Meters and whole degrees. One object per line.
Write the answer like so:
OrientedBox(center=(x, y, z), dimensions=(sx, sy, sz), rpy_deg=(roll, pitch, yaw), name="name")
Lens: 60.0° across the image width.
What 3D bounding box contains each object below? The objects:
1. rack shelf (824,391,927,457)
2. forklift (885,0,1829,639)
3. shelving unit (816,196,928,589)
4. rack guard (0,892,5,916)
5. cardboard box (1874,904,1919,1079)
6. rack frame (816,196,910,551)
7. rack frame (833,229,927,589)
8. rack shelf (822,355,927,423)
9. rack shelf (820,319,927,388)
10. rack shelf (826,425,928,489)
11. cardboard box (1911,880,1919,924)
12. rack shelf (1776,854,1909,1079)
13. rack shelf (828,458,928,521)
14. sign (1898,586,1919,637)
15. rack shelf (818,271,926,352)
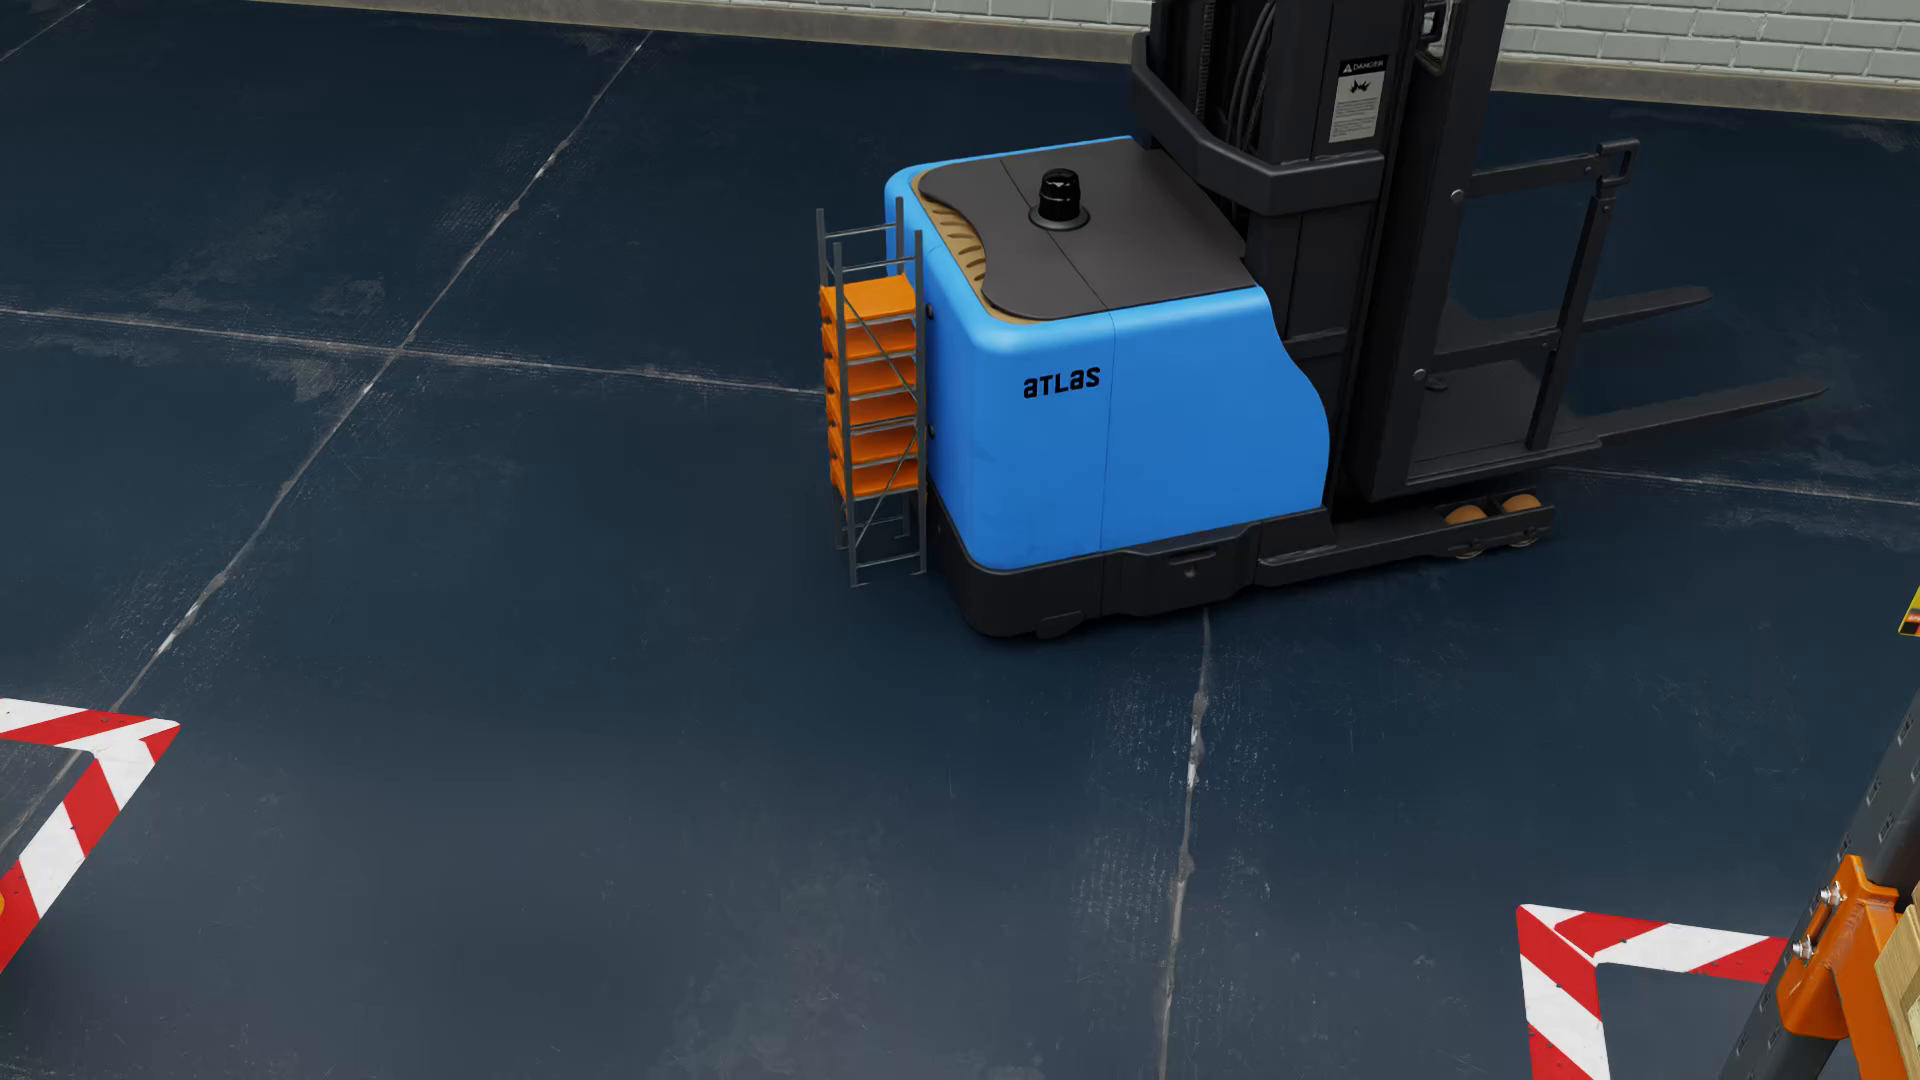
OrientedBox(center=(-0.243, -0.356, 4.806), dimensions=(0.258, 0.103, 0.180), rpy_deg=(-12, 42, -13), name="rack shelf")
OrientedBox(center=(1.340, -1.382, 4.621), dimensions=(3.031, 2.935, 1.130), rpy_deg=(-11, 41, -13), name="forklift")
OrientedBox(center=(-0.243, -0.390, 4.777), dimensions=(0.258, 1.200, 0.189), rpy_deg=(-12, 42, -13), name="shelving unit")
OrientedBox(center=(-2.974, 0.741, 3.961), dimensions=(1.175, 0.500, 0.348), rpy_deg=(6, 40, 8), name="rack guard")
OrientedBox(center=(1.510, 0.667, 2.286), dimensions=(0.380, 0.149, 0.250), rpy_deg=(6, 40, 7), name="cardboard box")
OrientedBox(center=(-0.271, -0.447, 4.844), dimensions=(0.240, 1.200, 0.006), rpy_deg=(-12, 42, -13), name="rack frame")
OrientedBox(center=(-0.216, -0.333, 4.711), dimensions=(0.240, 1.200, 0.006), rpy_deg=(-12, 42, -13), name="rack frame")
OrientedBox(center=(-0.243, -0.447, 4.728), dimensions=(0.258, 0.103, 0.180), rpy_deg=(-12, 42, -13), name="rack shelf")
OrientedBox(center=(-0.243, -0.539, 4.650), dimensions=(0.258, 0.103, 0.180), rpy_deg=(-12, 42, -13), name="rack shelf")
OrientedBox(center=(-0.244, -0.265, 4.884), dimensions=(0.258, 0.103, 0.180), rpy_deg=(-12, 42, -13), name="rack shelf")
OrientedBox(center=(1.539, 0.501, 1.978), dimensions=(0.500, 0.500, 0.500), rpy_deg=(8, 40, 10), name="cardboard box")
OrientedBox(center=(1.543, 1.935, 1.120), dimensions=(1.077, 0.370, 4.000), rpy_deg=(6, 40, 8), name="rack shelf")
OrientedBox(center=(-0.244, -0.174, 4.962), dimensions=(0.258, 0.103, 0.180), rpy_deg=(-12, 42, -13), name="rack shelf")
OrientedBox(center=(1.355, 0.010, 2.205), dimensions=(0.100, 0.325, 0.005), rpy_deg=(6, 40, 8), name="sign")
OrientedBox(center=(-0.242, -0.630, 4.572), dimensions=(0.258, 0.103, 0.180), rpy_deg=(-12, 42, -13), name="rack shelf")
